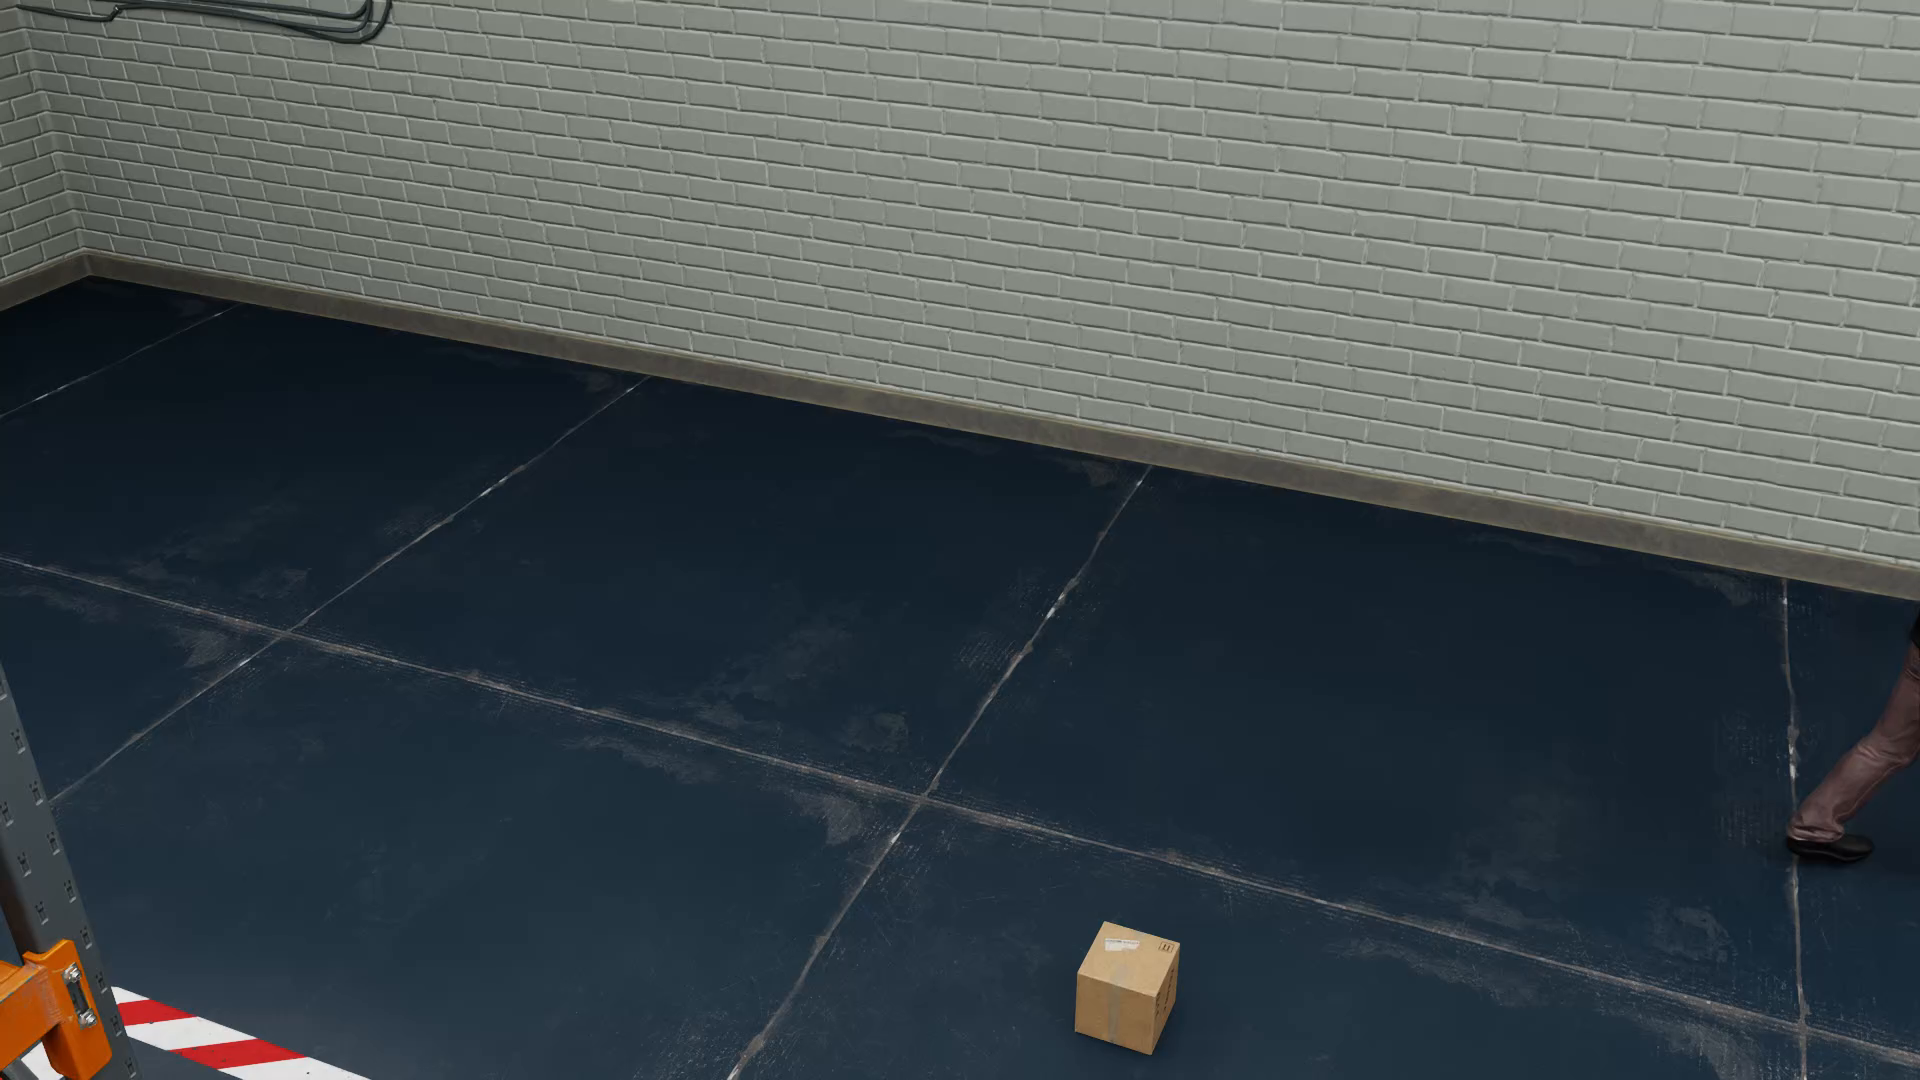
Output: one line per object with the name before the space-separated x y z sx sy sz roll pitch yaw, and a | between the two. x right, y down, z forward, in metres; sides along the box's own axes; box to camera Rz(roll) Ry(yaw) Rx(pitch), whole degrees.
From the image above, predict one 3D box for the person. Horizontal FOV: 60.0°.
person | 3.402 0.398 5.426 1.019 1.663 0.559 0 29 0
